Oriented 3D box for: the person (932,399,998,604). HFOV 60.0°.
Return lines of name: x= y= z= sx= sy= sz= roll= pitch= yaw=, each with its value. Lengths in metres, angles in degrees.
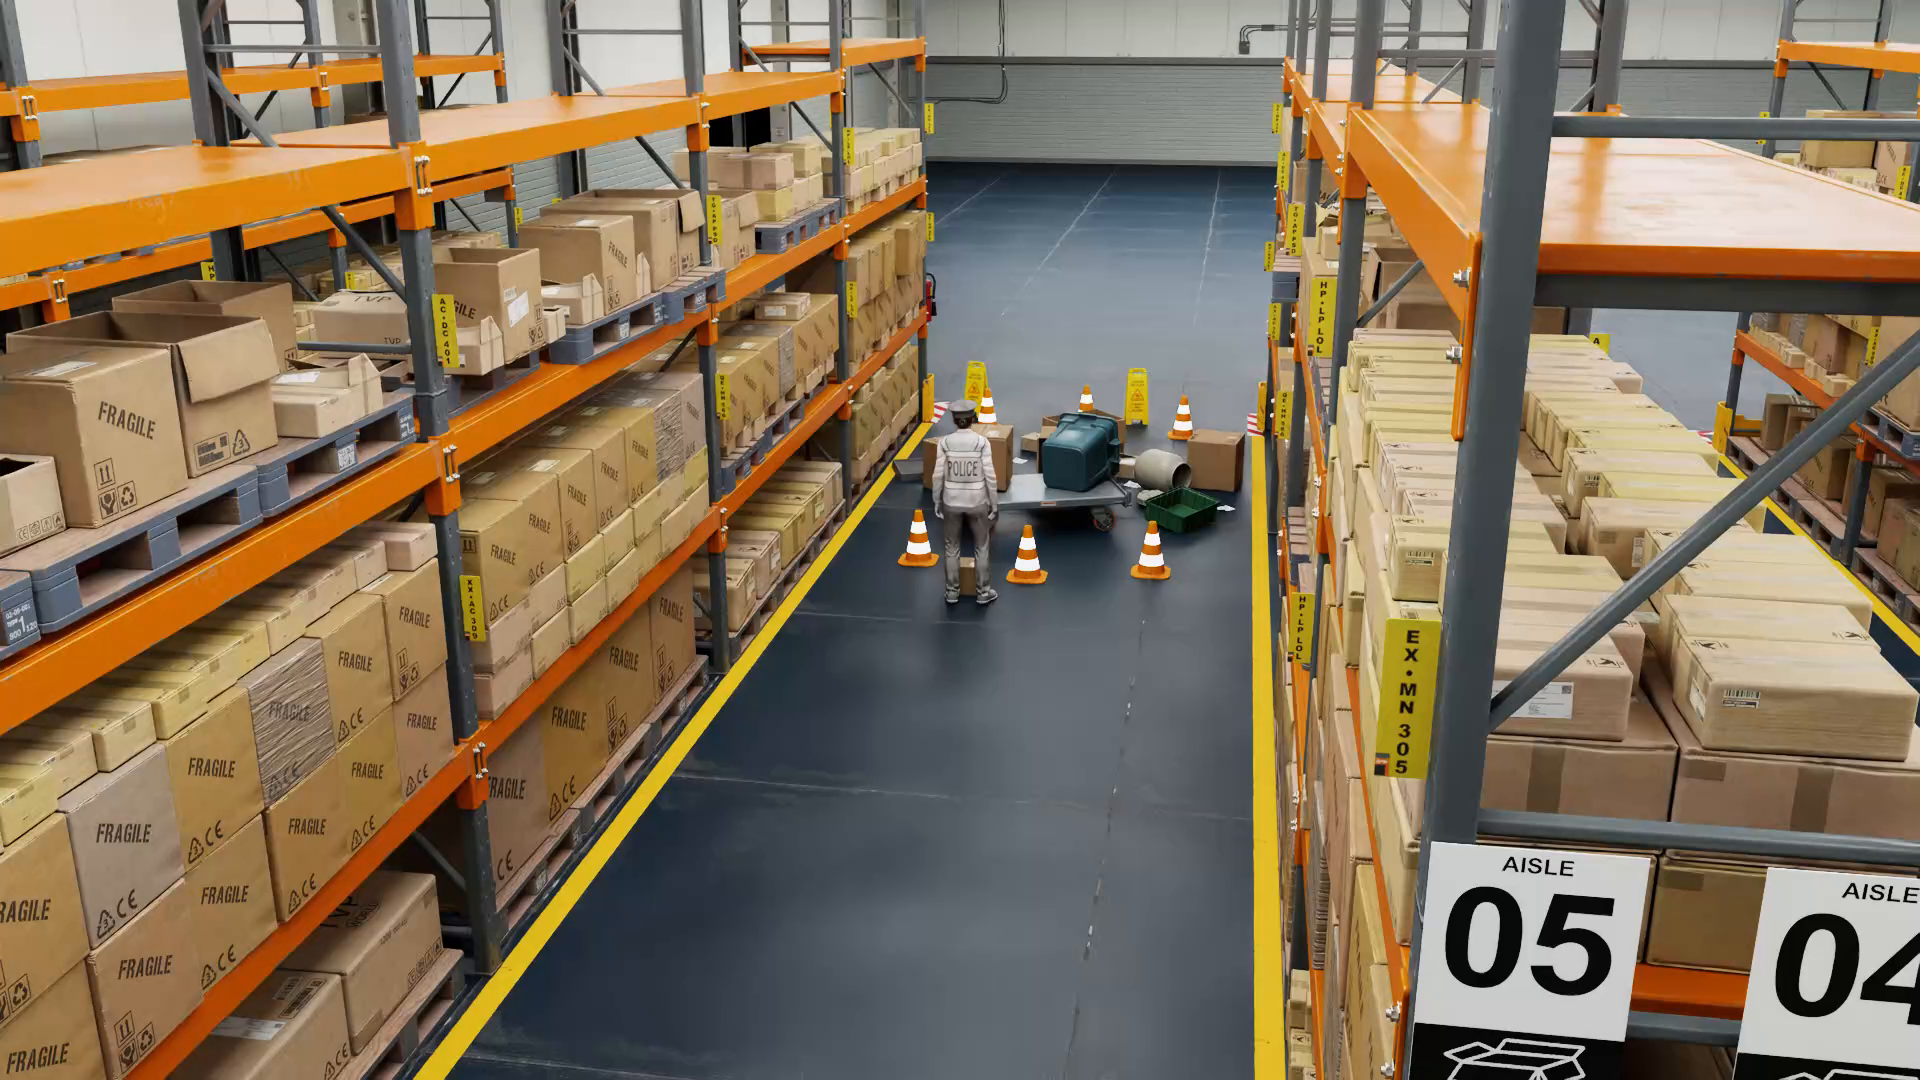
person: x=0.040 y=-0.292 z=13.448 sx=0.531 sy=1.662 sz=0.372 roll=2 pitch=18 yaw=6
